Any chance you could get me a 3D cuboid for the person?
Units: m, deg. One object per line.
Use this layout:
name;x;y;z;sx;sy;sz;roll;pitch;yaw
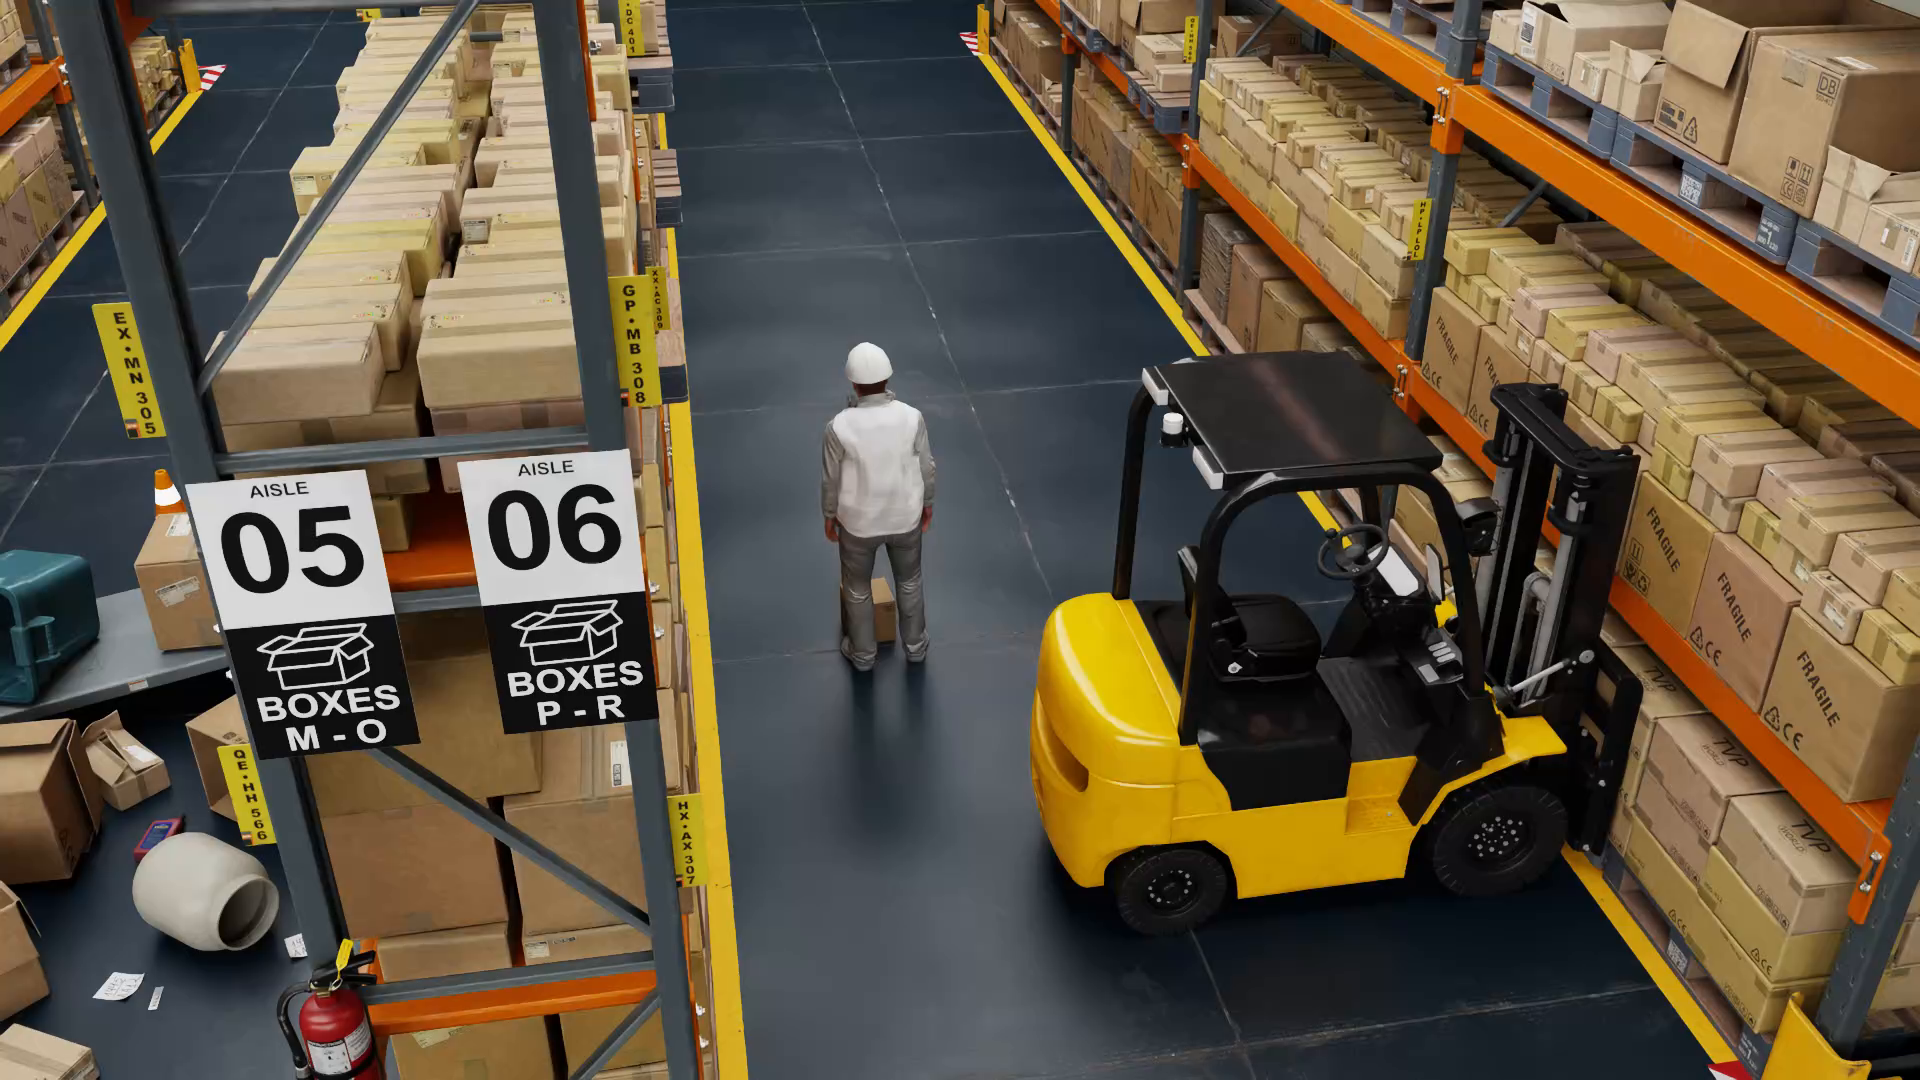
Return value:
person;-0.409;-0.142;8.354;0.579;1.770;0.465;-7;31;-12
